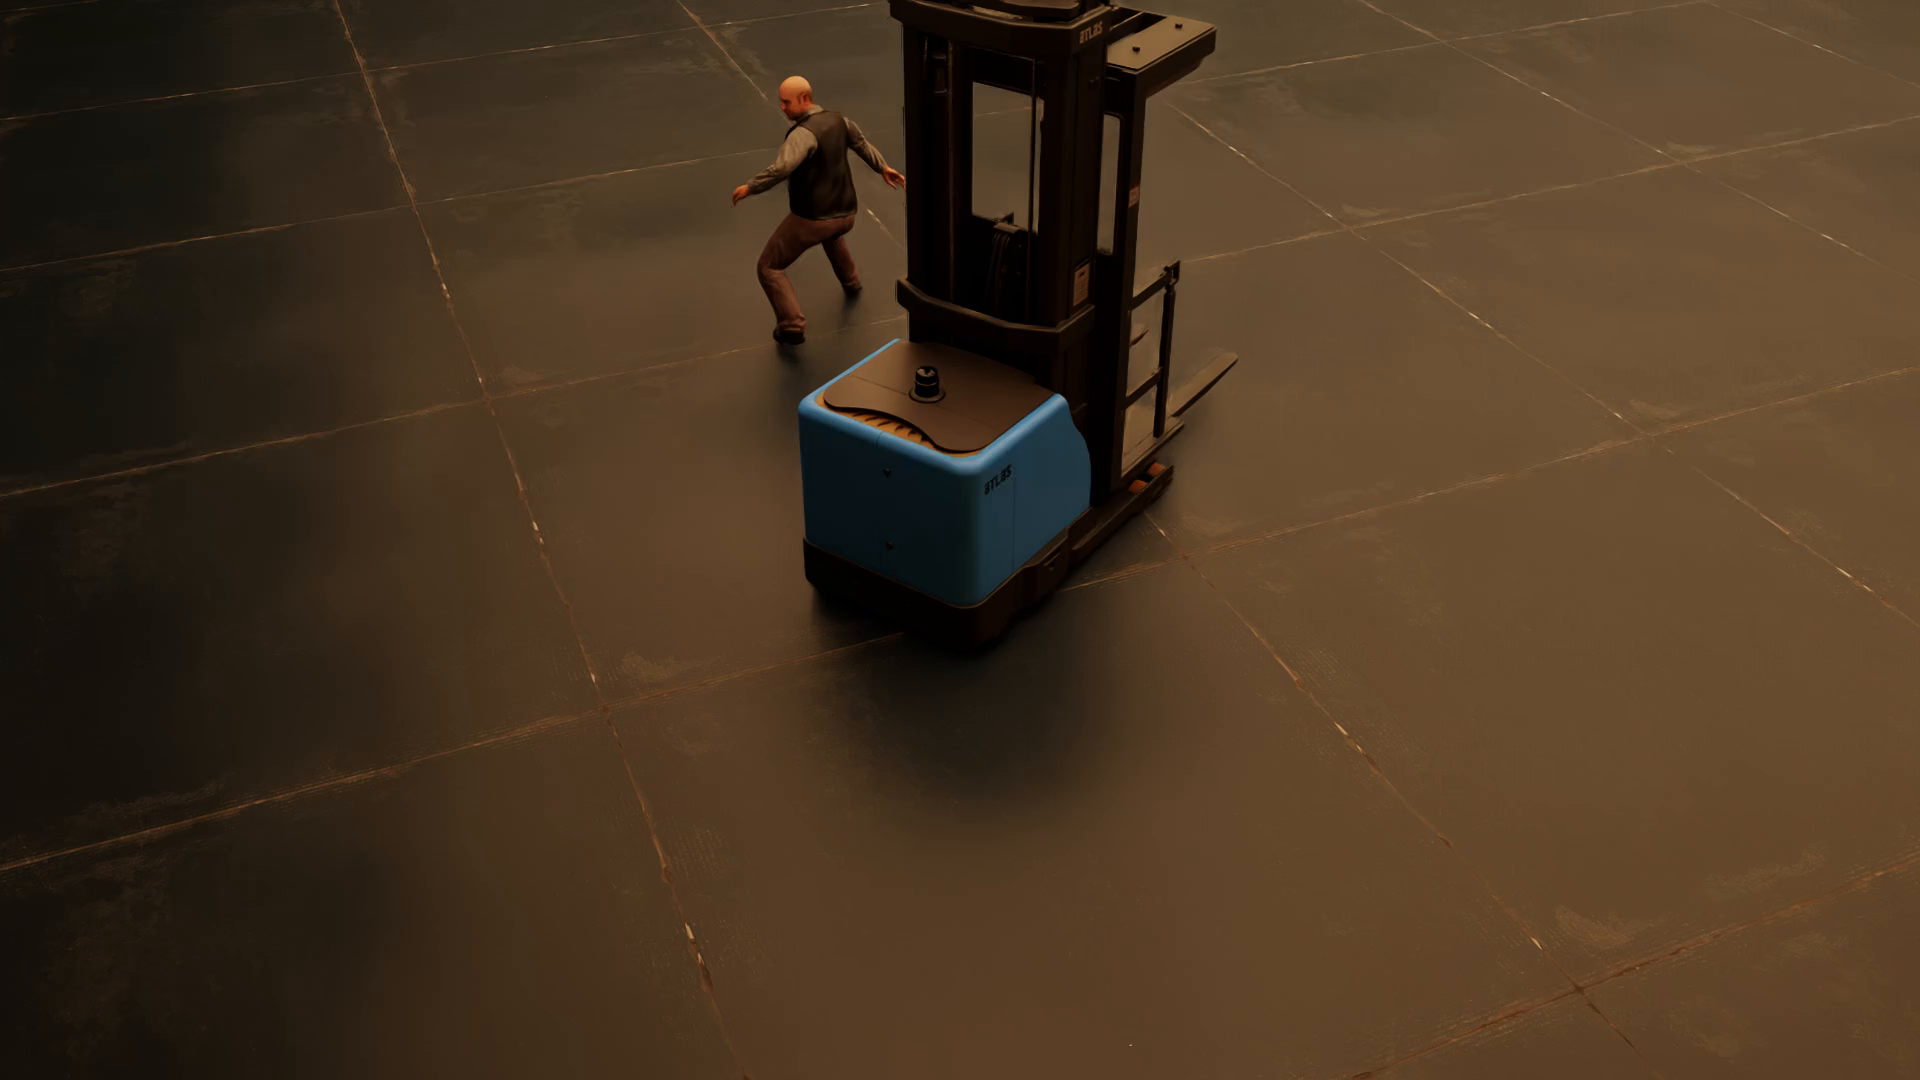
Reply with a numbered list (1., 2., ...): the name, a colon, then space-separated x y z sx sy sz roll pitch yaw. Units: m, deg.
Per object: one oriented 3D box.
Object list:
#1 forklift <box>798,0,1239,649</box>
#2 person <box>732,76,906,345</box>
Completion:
1. forklift: 0.493 -1.494 8.200 1.130 2.935 3.031 22 41 28
2. person: -0.854 -2.024 10.210 0.547 1.665 1.117 24 42 30
